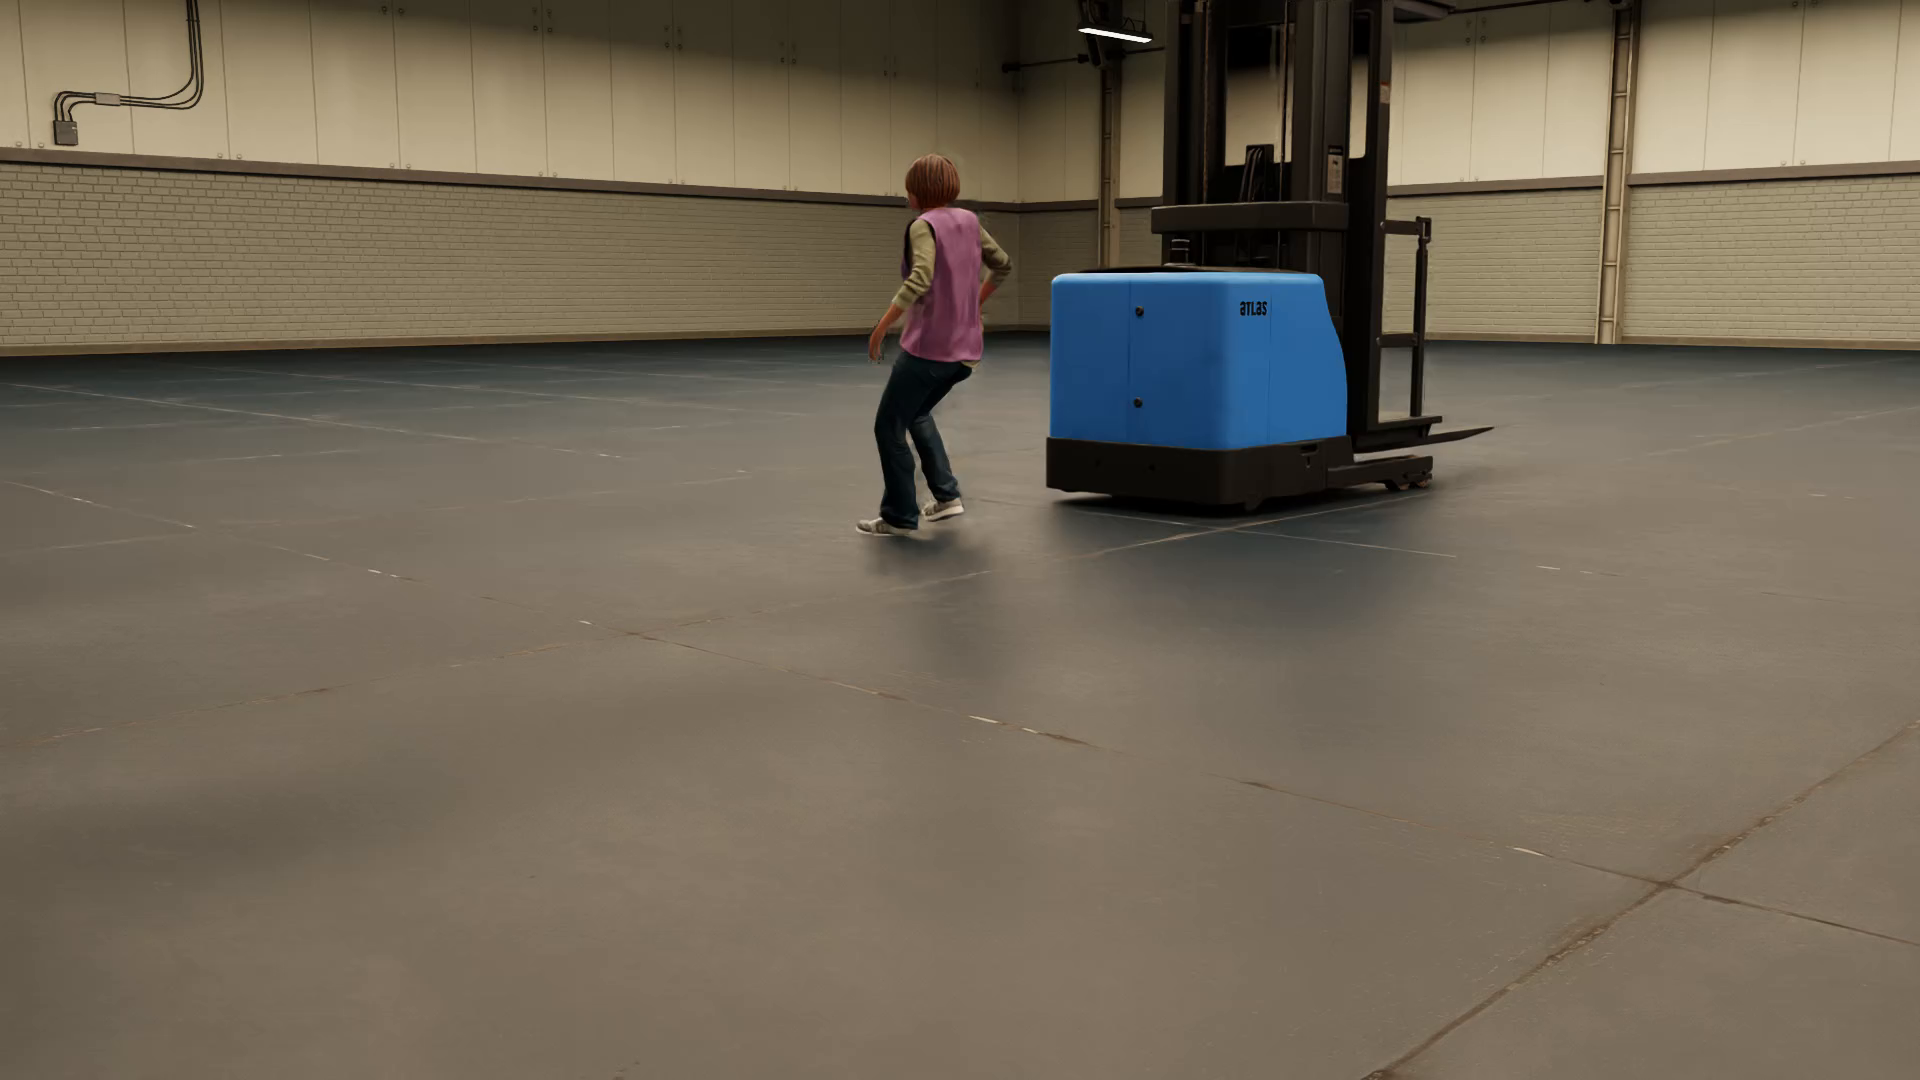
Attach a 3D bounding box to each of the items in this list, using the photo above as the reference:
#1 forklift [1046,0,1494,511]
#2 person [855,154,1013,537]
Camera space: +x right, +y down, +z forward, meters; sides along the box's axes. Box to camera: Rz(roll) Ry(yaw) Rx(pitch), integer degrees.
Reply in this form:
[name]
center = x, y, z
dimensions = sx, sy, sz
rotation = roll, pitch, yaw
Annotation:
[forklift]
center = 1.780, -1.743, 8.451
dimensions = 1.130, 2.935, 3.031
rotation = 8, 12, 42
[person]
center = -0.165, -0.762, 6.721
dimensions = 0.589, 1.548, 0.767
rotation = 7, 11, 39
